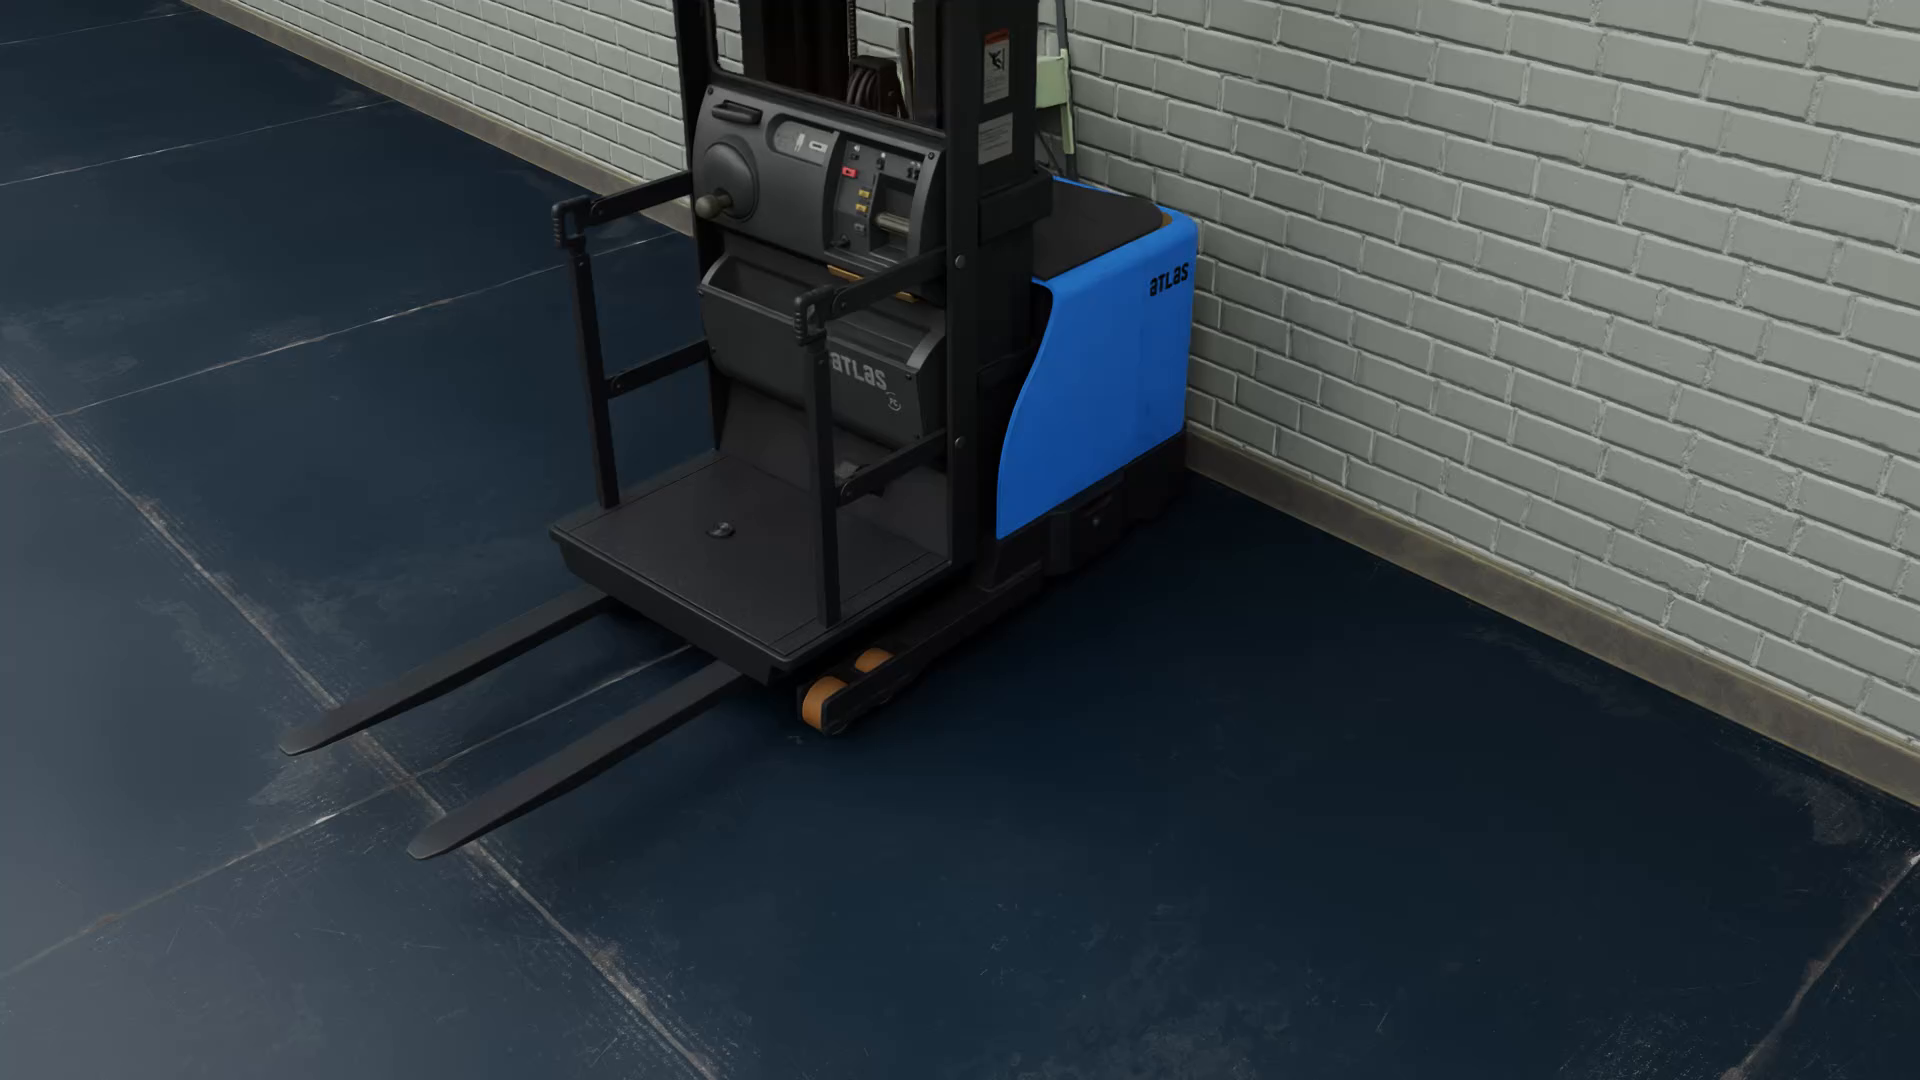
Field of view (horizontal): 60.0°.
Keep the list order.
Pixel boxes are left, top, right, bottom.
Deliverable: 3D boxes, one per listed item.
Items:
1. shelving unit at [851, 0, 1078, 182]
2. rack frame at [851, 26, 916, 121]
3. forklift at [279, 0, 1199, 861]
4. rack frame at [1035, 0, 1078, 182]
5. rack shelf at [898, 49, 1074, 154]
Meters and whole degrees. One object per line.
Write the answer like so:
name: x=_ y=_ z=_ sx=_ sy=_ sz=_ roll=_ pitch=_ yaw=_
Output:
shelving unit: x=0.032 y=-1.148 z=6.059 sx=0.755 sy=1.500 sz=0.431 roll=-24 pitch=29 yaw=-37
rack frame: x=-0.235 y=-1.028 z=5.839 sx=0.023 sy=1.500 sz=0.400 roll=-24 pitch=29 yaw=-37
forklift: x=-0.560 y=-0.985 z=4.552 sx=1.130 sy=2.935 sz=3.031 roll=25 pitch=39 yaw=35
rack frame: x=0.299 y=-1.268 z=6.278 sx=0.023 sy=1.500 sz=0.400 roll=-24 pitch=29 yaw=-37
rack shelf: x=-0.003 y=-1.506 z=5.906 sx=0.720 sy=0.370 sz=0.431 roll=-24 pitch=29 yaw=-37
